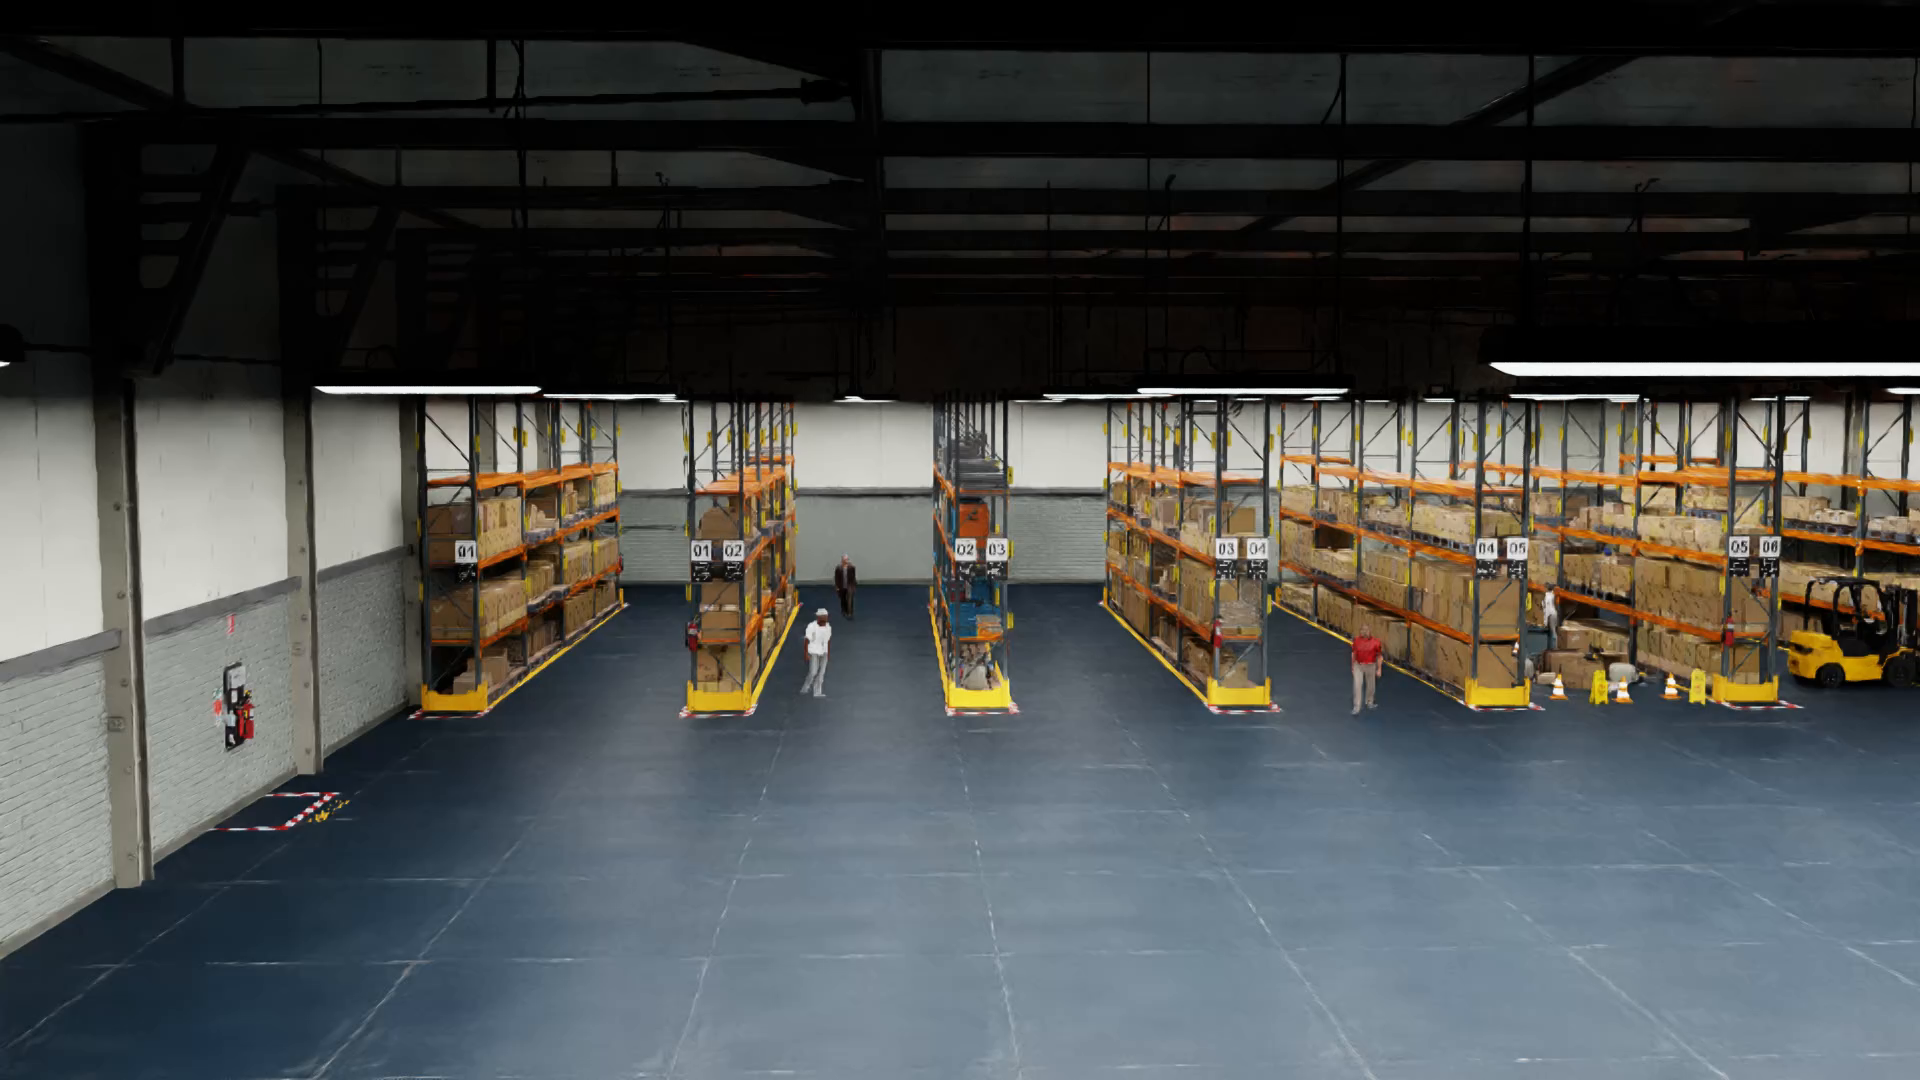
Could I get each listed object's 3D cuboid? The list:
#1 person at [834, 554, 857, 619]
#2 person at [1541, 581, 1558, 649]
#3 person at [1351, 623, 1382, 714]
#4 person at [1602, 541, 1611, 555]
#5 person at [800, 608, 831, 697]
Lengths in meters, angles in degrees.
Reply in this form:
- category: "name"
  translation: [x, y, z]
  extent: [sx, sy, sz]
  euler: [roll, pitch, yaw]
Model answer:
- category: "person"
  translation: [-3.065, 1.231, 44.468]
  extent: [0.598, 1.698, 1.166]
  euler: [0, 5, 0]
- category: "person"
  translation: [13.447, 1.775, 38.025]
  extent: [0.540, 1.667, 0.561]
  euler: [2, 5, 23]
- category: "person"
  translation: [7.537, 2.363, 30.854]
  extent: [0.568, 1.677, 0.920]
  euler: [1, 5, 14]
- category: "person"
  translation: [19.407, 0.812, 50.027]
  extent: [0.380, 1.652, 0.574]
  euler: [-3, 6, -36]
- category: "person"
  translation: [-2.803, 2.198, 32.548]
  extent: [0.616, 1.756, 0.571]
  euler: [-4, 6, -38]
